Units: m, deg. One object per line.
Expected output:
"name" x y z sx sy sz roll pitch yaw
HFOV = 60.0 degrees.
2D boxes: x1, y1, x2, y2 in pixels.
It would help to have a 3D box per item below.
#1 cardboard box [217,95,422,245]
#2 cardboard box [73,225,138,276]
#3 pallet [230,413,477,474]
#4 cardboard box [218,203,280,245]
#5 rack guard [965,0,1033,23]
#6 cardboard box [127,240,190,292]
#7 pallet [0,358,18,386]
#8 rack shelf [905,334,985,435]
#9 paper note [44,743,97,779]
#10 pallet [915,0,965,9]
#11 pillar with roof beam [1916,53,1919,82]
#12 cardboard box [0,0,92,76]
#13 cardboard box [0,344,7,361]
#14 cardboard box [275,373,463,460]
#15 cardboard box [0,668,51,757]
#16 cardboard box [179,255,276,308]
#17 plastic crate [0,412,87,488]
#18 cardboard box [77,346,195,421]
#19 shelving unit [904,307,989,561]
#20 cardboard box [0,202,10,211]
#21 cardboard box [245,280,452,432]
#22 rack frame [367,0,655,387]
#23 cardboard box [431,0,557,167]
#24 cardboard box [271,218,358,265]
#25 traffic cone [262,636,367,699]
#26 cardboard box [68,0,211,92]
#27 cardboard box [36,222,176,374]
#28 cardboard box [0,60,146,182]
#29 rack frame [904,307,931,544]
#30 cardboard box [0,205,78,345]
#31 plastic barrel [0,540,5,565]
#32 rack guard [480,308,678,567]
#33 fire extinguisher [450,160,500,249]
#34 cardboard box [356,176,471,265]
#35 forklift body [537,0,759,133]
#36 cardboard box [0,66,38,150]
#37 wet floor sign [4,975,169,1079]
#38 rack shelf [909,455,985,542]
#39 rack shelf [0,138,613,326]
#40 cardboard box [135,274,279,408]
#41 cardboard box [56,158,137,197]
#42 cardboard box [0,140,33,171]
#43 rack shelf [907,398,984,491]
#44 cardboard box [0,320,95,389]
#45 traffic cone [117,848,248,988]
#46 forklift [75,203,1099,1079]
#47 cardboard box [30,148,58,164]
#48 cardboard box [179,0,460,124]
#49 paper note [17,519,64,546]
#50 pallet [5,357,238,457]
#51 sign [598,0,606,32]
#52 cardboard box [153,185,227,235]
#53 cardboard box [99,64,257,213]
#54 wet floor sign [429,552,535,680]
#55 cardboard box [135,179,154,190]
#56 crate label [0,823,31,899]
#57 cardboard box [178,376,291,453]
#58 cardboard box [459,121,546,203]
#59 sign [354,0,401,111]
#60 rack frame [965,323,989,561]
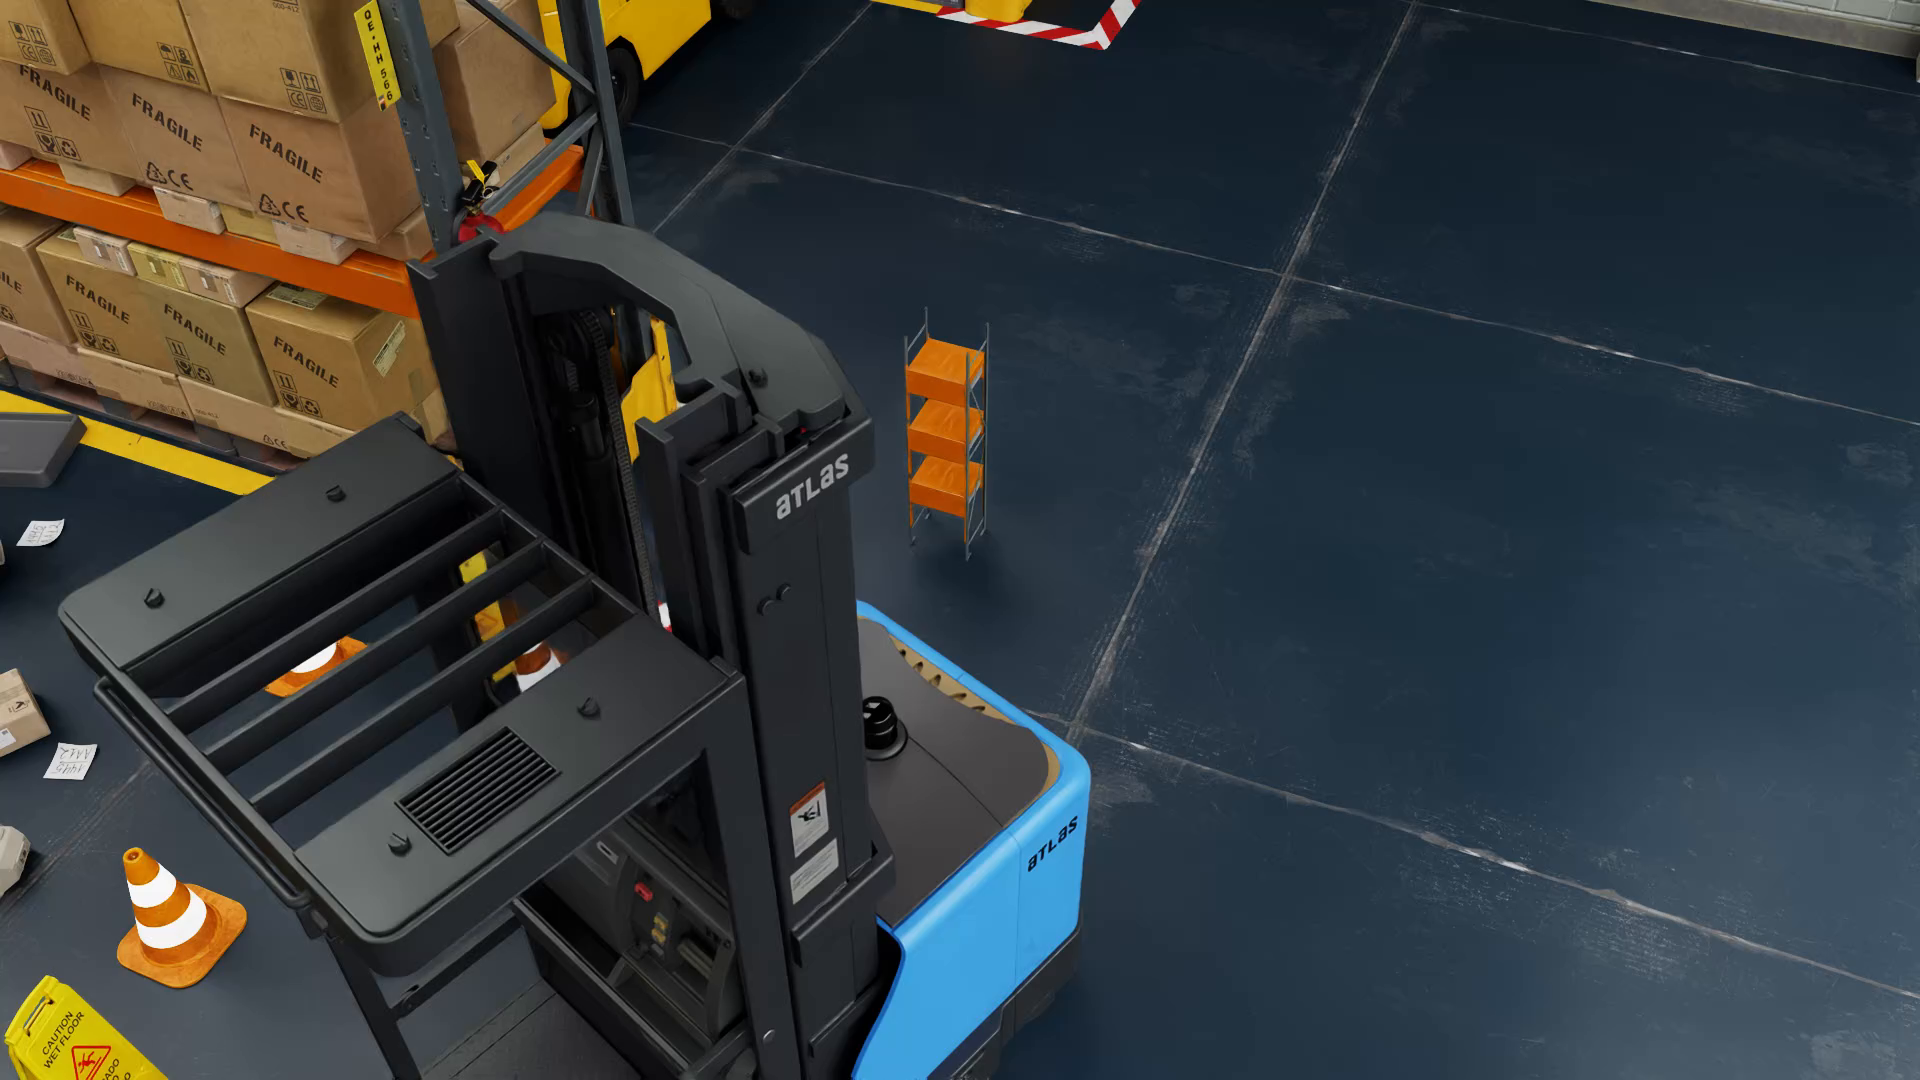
"cardboard box" -2.143 -1.413 5.762 0.500 0.500 0.500 16 47 15
"cardboard box" -3.214 -1.221 6.511 0.250 0.149 0.380 18 48 18
"pallet" -2.343 -0.580 7.184 1.213 0.211 1.003 16 47 16
"cardboard box" -2.469 -1.258 6.066 0.250 0.149 0.380 16 47 15
"rack guard" 0.393 -3.644 10.058 0.348 0.500 1.175 16 47 16
"cardboard box" -2.972 -1.149 6.438 0.250 0.149 0.380 17 47 16
"pallet" -4.595 -1.243 7.850 1.213 0.211 1.003 16 47 16
"rack shelf" -0.049 -0.580 6.202 0.240 0.259 0.215 16 47 16
"paper note" -3.175 0.787 5.937 0.142 0.019 0.148 2 45 2
"pallet" -0.351 -3.729 10.348 1.213 0.211 1.003 16 47 16
"pillar with roof beam" 3.956 -3.008 3.393 0.400 9.000 9.100 16 47 16
"cardboard box" -3.066 -2.010 5.653 0.500 0.500 0.700 16 47 15
"cardboard box" -4.290 -1.091 7.372 0.500 0.250 0.500 19 48 18
"cardboard box" -2.408 -0.530 6.807 0.500 0.250 0.500 16 47 16
"cardboard box" -3.523 0.665 5.976 0.380 0.149 0.250 -28 51 -25
"cardboard box" -2.741 -1.078 6.367 0.250 0.149 0.380 18 48 17
"plastic crate" -4.095 -0.396 7.091 0.583 0.080 0.402 2 45 2
"cardboard box" -3.346 -0.807 7.086 0.500 0.250 0.500 15 47 14
"shelving unit" -0.049 -0.387 6.394 0.252 1.050 0.215 16 47 16
"cardboard box" -3.971 -1.442 6.733 0.250 0.149 0.380 19 48 18
"cardboard box" -2.376 -0.792 6.540 0.500 0.500 0.500 17 47 16
"rack frame" -1.536 -1.305 5.934 0.127 3.000 1.000 16 47 16
"cardboard box" -1.867 -1.755 6.105 0.500 0.500 0.500 16 47 15
"cardboard box" -2.240 -1.174 5.982 0.250 0.149 0.380 16 47 15
"traffic cone" -2.430 0.318 6.103 0.334 0.463 0.336 16 47 16
"cardboard box" -2.556 -1.939 5.581 0.500 0.500 0.700 17 47 16
"cardboard box" -3.322 -1.073 6.822 0.500 0.500 0.500 15 47 15
"cardboard box" -3.064 -1.691 6.041 0.500 0.500 0.500 16 47 16
"rack frame" -0.162 -0.420 6.428 0.008 1.050 0.200 16 47 16
"cardboard box" -3.811 -1.215 6.965 0.500 0.500 0.500 19 48 18
"plastic barrel" -4.026 0.033 6.416 0.512 0.421 0.421 -20 48 -19
"rack guard" -1.607 -0.439 6.837 0.348 0.500 1.175 16 47 16
"fire extinguisher" -1.608 -0.946 5.629 0.183 0.674 0.296 16 47 16
"cardboard box" -1.964 -1.178 5.985 0.250 0.149 0.380 18 48 17
"forklift body" -2.081 -3.563 8.806 1.214 2.155 2.313 16 47 16
"cardboard box" -3.525 -1.841 6.191 0.500 0.500 0.500 17 47 16
"wet floor sign" -2.560 1.499 4.786 0.232 0.644 0.267 9 46 9
"rack shelf" -0.049 -0.182 6.598 0.240 0.259 0.215 16 47 16
"rack shelf" -3.382 -1.593 6.734 4.000 0.370 1.077 16 47 16
"cardboard box" -2.859 -0.932 6.680 0.500 0.500 0.500 18 48 17
"cardboard box" -3.171 -1.480 6.288 0.250 0.149 0.380 16 47 15
"cardboard box" -3.641 -1.604 6.413 0.250 0.149 0.380 16 47 16
"rack shelf" -0.049 -0.379 6.402 0.240 0.259 0.215 16 47 16
"cardboard box" -3.800 -0.949 7.229 0.500 0.250 0.500 16 47 15
"traffic cone" -2.543 1.133 5.284 0.334 0.463 0.336 16 47 16
"forklift" -0.967 0.853 3.814 1.130 2.935 3.031 33 54 29
"cardboard box" -3.367 -1.606 6.415 0.250 0.149 0.380 16 47 16
"cardboard box" -2.092 -1.796 5.438 0.500 0.500 0.700 15 47 15
"paper note" -3.737 -0.032 6.761 0.148 0.019 0.142 2 45 2
"pallet" -3.465 -0.913 7.518 1.213 0.211 1.003 16 47 16
"sign" -1.328 -1.965 5.984 0.005 0.325 0.100 16 47 16
"cardboard box" -2.718 -1.308 6.116 0.250 0.149 0.380 17 47 17
"cardboard box" -2.604 -1.552 5.902 0.500 0.500 0.500 17 47 16
"wet floor sign" -1.773 0.278 6.013 0.232 0.644 0.267 33 54 29
"cardboard box" -2.900 -1.469 6.278 0.250 0.149 0.380 17 47 16
"crate label" -3.293 1.075 5.573 0.298 0.136 0.250 -5 45 -5
"cardboard box" -2.861 -0.669 6.947 0.500 0.250 0.500 17 47 16
"cardboard box" -1.770 -1.443 6.251 0.250 0.149 0.380 17 47 16
"sign" -1.769 -1.471 5.057 0.005 0.325 0.100 16 47 16
"rack frame" 0.063 -0.354 6.361 0.008 1.050 0.200 16 47 16
